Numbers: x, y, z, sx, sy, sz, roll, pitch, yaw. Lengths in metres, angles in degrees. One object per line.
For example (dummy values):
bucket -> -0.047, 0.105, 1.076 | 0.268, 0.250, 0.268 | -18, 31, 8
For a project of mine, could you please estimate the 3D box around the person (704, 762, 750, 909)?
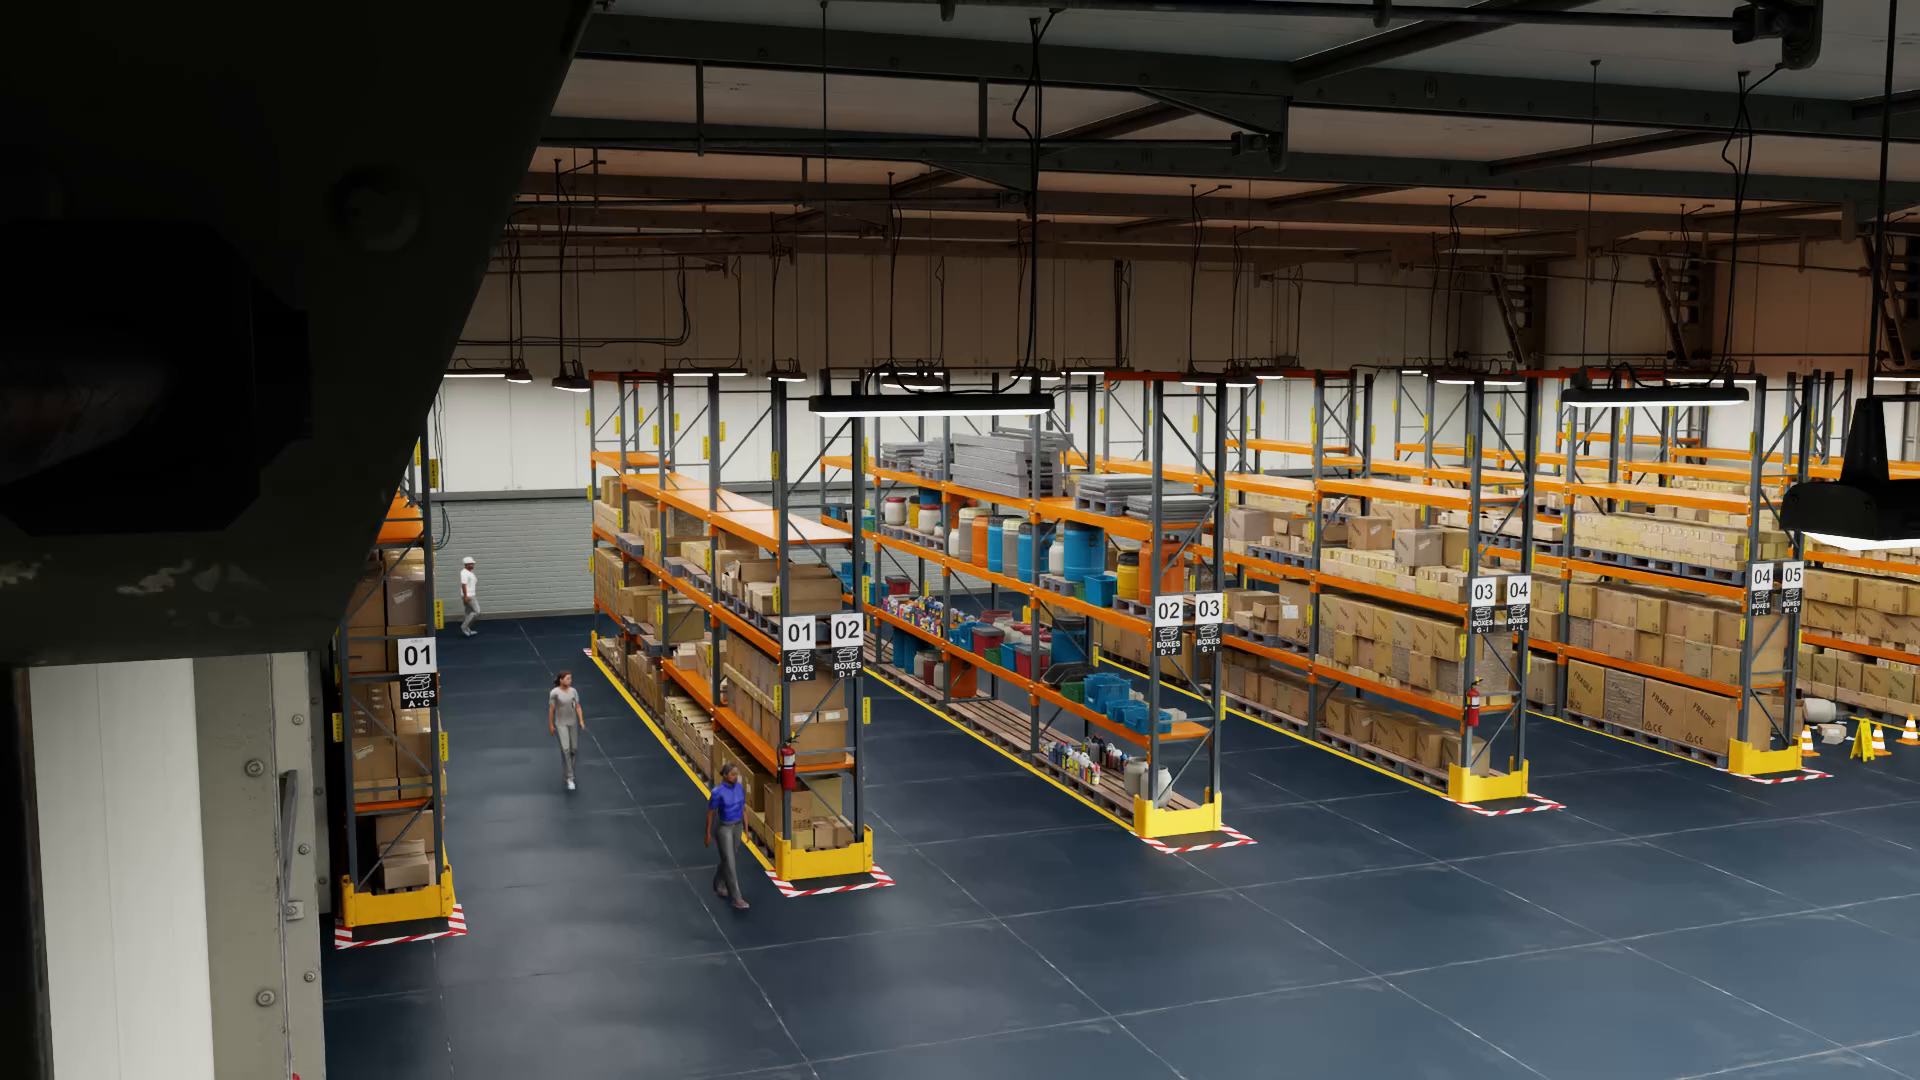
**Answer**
person -> -2.621, 3.375, 19.194 | 0.909, 1.616, 0.508 | 5, 8, 40

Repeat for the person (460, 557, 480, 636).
person -> -11.048, 1.264, 37.433 | 0.448, 1.767, 0.607 | -2, 7, -18

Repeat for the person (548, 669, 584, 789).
person -> -5.763, 2.773, 24.575 | 0.462, 1.687, 0.690 | -6, 8, -41
